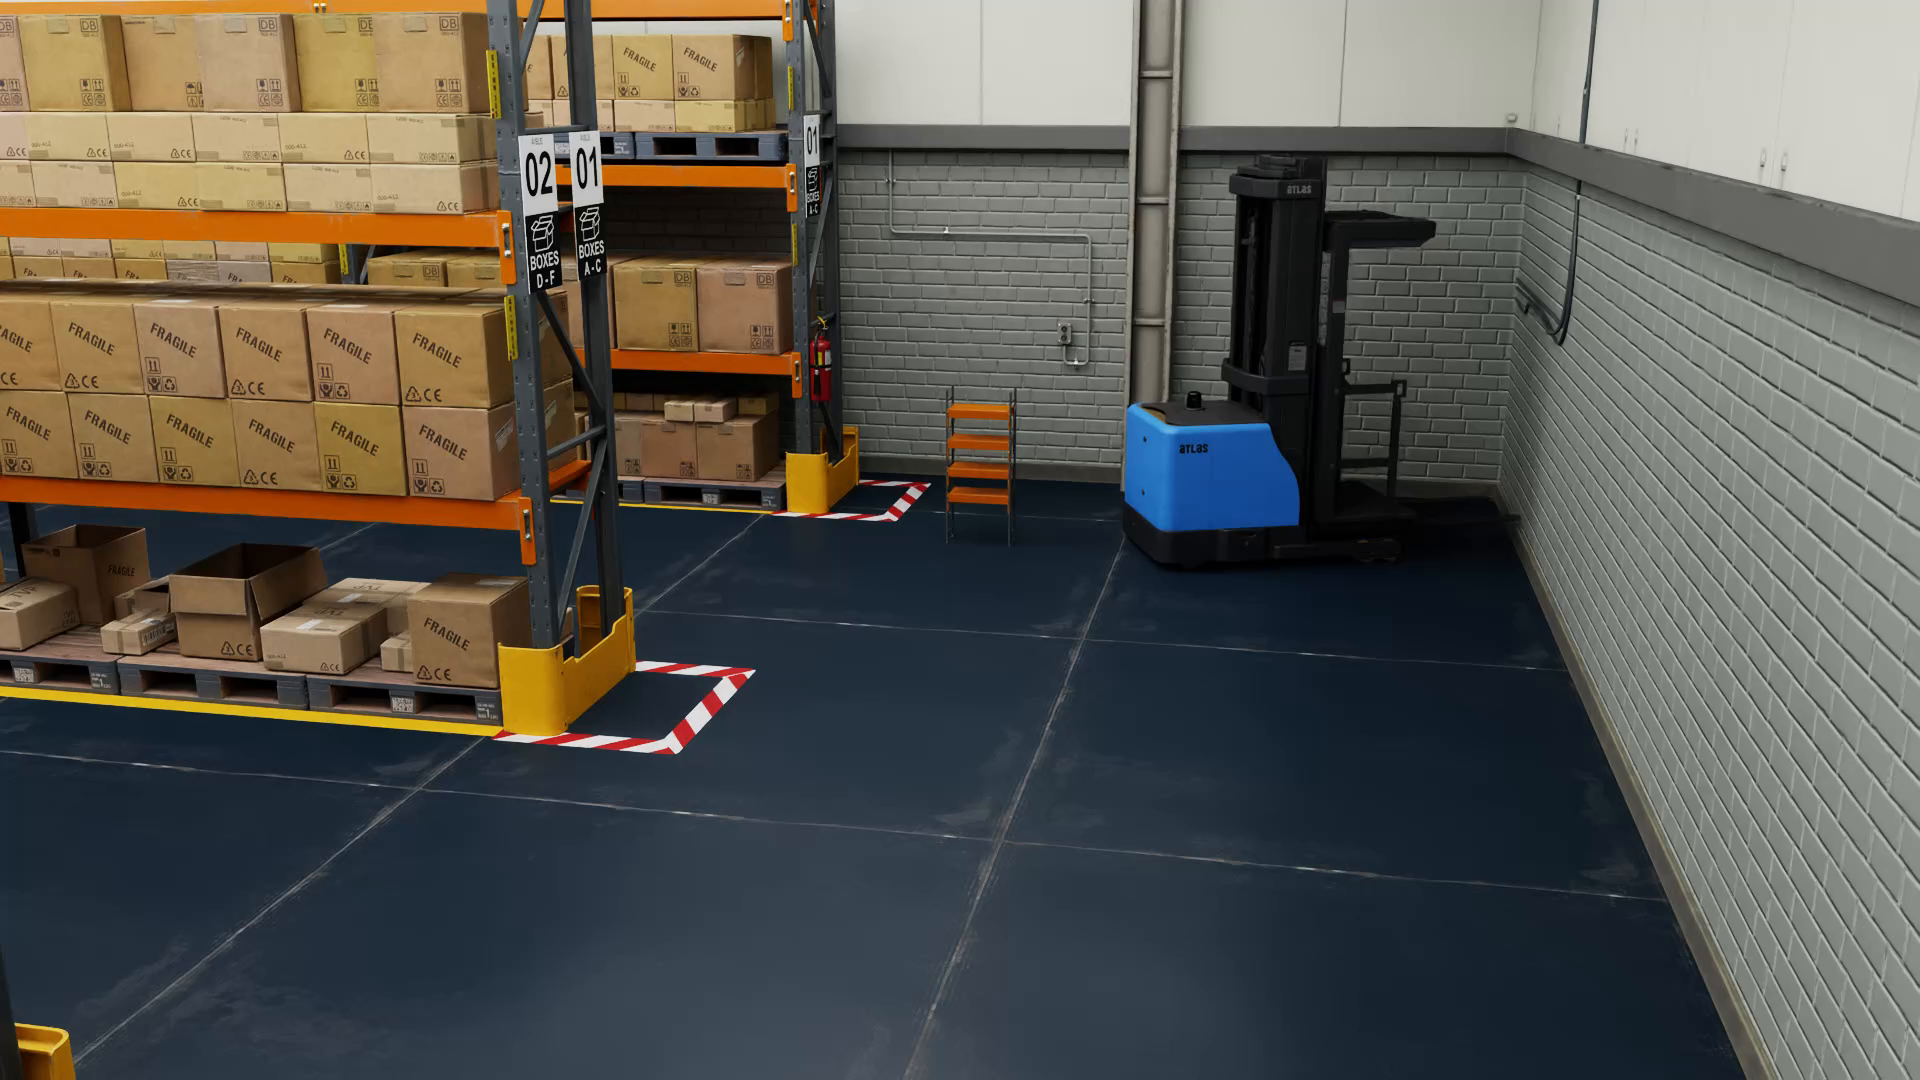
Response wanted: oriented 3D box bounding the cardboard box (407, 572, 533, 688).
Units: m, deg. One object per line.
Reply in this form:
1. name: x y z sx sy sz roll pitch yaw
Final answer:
1. cardboard box: -2.757 0.504 9.411 0.500 0.500 0.500 3 16 11

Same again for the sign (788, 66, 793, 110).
1. sign: -1.313 -3.513 12.925 0.005 0.325 0.100 3 16 11

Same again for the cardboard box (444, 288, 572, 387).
1. cardboard box: -2.557 -1.146 9.451 0.500 0.500 0.500 4 16 13

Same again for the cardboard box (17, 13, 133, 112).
1. cardboard box: -4.658 -2.608 9.107 0.500 0.500 0.700 3 16 11

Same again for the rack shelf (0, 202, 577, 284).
1. rack shelf: -4.135 -1.729 9.344 4.000 0.370 1.077 3 16 11

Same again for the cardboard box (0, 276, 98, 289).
1. cardboard box: -5.548 -1.307 10.033 0.500 0.500 0.500 3 16 11

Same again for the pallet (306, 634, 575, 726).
1. pallet: -3.031 0.774 9.803 1.213 0.211 1.003 3 16 11

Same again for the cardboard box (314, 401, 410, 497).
1. cardboard box: -3.177 -0.551 9.176 0.500 0.500 0.500 3 16 12

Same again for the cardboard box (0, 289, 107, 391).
1. cardboard box: -5.184 -1.141 9.430 0.500 0.500 0.500 3 16 9

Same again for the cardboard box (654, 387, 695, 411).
1. cardboard box: -2.477 -1.227 14.484 0.250 0.149 0.380 3 16 12

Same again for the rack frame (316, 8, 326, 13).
1. rack frame: -5.111 -4.924 13.910 0.127 3.000 1.000 3 16 11

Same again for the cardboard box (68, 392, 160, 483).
1. cardboard box: -4.658 -0.633 9.470 0.500 0.500 0.500 3 16 11

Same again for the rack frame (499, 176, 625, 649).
1. rack frame: -2.175 -0.524 9.264 0.127 3.000 1.000 3 16 11

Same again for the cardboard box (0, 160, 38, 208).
1. cardboard box: -5.179 -1.992 9.225 0.500 0.250 0.500 3 16 11

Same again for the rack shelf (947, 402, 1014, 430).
1. rack shelf: 0.162 -0.948 12.695 0.480 0.148 0.258 3 16 11

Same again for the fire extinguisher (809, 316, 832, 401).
1. fire extinguisher: -1.136 -1.474 13.538 0.183 0.674 0.296 3 16 11

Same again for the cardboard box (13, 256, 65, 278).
1. cardboard box: -8.095 -2.323 14.979 0.500 0.500 0.500 4 16 13

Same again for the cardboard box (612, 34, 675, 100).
1. cardboard box: -2.451 -3.802 13.382 0.500 0.500 0.500 4 16 13

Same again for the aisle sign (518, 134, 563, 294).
1. aisle sign: -2.169 -1.693 8.614 0.004 0.787 0.394 3 16 11

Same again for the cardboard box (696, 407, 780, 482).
1. cardboard box: -1.898 -0.829 14.260 0.500 0.500 0.700 3 16 11

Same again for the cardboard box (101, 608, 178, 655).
1. cardboard box: -4.877 0.539 9.910 0.250 0.166 0.380 3 16 11

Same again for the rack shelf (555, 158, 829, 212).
1. rack shelf: -3.152 -3.025 14.022 4.000 0.370 1.077 3 16 11

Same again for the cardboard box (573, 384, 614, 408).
1. cardboard box: -3.226 -1.267 14.629 0.250 0.149 0.380 3 16 10

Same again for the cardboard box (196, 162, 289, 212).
1. cardboard box: -3.711 -1.908 8.923 0.500 0.250 0.500 3 16 11

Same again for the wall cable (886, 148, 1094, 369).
1. wall cable: 0.252 -2.489 14.455 1.851 1.984 0.084 3 16 11

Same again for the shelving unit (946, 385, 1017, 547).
1. shelving unit: 0.162 -0.569 12.800 0.503 1.200 0.258 3 16 11

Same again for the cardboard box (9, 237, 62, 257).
1. cardboard box: -8.111 -2.688 14.890 0.500 0.250 0.500 3 16 10

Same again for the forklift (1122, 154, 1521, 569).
1. forklift: 2.836 -1.380 12.482 3.031 2.935 1.130 -3 16 -11

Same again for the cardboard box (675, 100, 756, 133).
1. cardboard box: -1.962 -3.413 13.383 0.500 0.250 0.500 4 16 13

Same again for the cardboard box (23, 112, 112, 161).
1. cardboard box: -4.690 -2.204 9.055 0.500 0.250 0.500 3 16 11

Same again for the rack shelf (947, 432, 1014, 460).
1. rack shelf: 0.162 -0.720 12.758 0.480 0.148 0.258 3 16 11

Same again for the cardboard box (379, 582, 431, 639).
1. cardboard box: -3.141 0.460 10.040 0.500 0.250 0.500 3 16 11

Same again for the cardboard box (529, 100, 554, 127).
1. cardboard box: -3.486 -3.495 13.677 0.500 0.250 0.500 3 16 10

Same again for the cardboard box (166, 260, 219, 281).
1. cardboard box: -6.606 -2.246 14.699 0.500 0.500 0.500 3 16 11

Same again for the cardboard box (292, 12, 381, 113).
1. cardboard box: -3.155 -2.571 8.976 0.500 0.500 0.700 3 16 11

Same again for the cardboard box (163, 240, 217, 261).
1. cardboard box: -6.619 -2.610 14.608 0.500 0.250 0.500 3 16 12

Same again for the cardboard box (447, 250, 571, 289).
1. cardboard box: -3.869 -2.104 14.406 0.700 0.700 0.980 3 16 10

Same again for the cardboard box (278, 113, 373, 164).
1. cardboard box: -3.219 -2.125 8.770 0.500 0.250 0.500 3 16 11

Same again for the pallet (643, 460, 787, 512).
1. pallet: -1.991 -0.498 14.395 1.213 0.211 1.003 3 16 11

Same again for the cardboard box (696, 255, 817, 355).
1. cardboard box: -1.693 -1.989 13.991 0.700 0.700 0.980 4 16 14

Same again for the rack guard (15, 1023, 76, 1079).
1. rack guard: -3.140 1.974 4.928 0.348 0.500 1.175 3 16 11

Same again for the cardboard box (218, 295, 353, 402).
1. cardboard box: -3.670 -1.059 9.134 0.500 0.500 0.500 4 16 13

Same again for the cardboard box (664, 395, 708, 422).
1. cardboard box: -2.310 -1.114 14.075 0.250 0.149 0.380 4 16 13

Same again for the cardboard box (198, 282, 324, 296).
1. cardboard box: -4.058 -1.227 9.742 0.500 0.500 0.500 3 16 11

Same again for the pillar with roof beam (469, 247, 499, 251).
1. pillar with roof beam: -5.111 -3.987 10.527 0.400 9.000 9.100 3 16 11

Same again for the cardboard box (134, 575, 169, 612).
1. cardboard box: -4.745 0.343 10.347 0.500 0.311 0.500 3 16 11

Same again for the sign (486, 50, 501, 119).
1. sign: -2.305 -2.252 8.225 0.005 0.325 0.100 3 16 11

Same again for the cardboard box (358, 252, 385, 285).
1. cardboard box: -5.512 -2.324 14.981 0.500 0.500 0.500 3 16 9

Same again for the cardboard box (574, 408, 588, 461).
1. cardboard box: -3.405 -0.908 14.548 0.500 0.500 0.700 3 16 12
